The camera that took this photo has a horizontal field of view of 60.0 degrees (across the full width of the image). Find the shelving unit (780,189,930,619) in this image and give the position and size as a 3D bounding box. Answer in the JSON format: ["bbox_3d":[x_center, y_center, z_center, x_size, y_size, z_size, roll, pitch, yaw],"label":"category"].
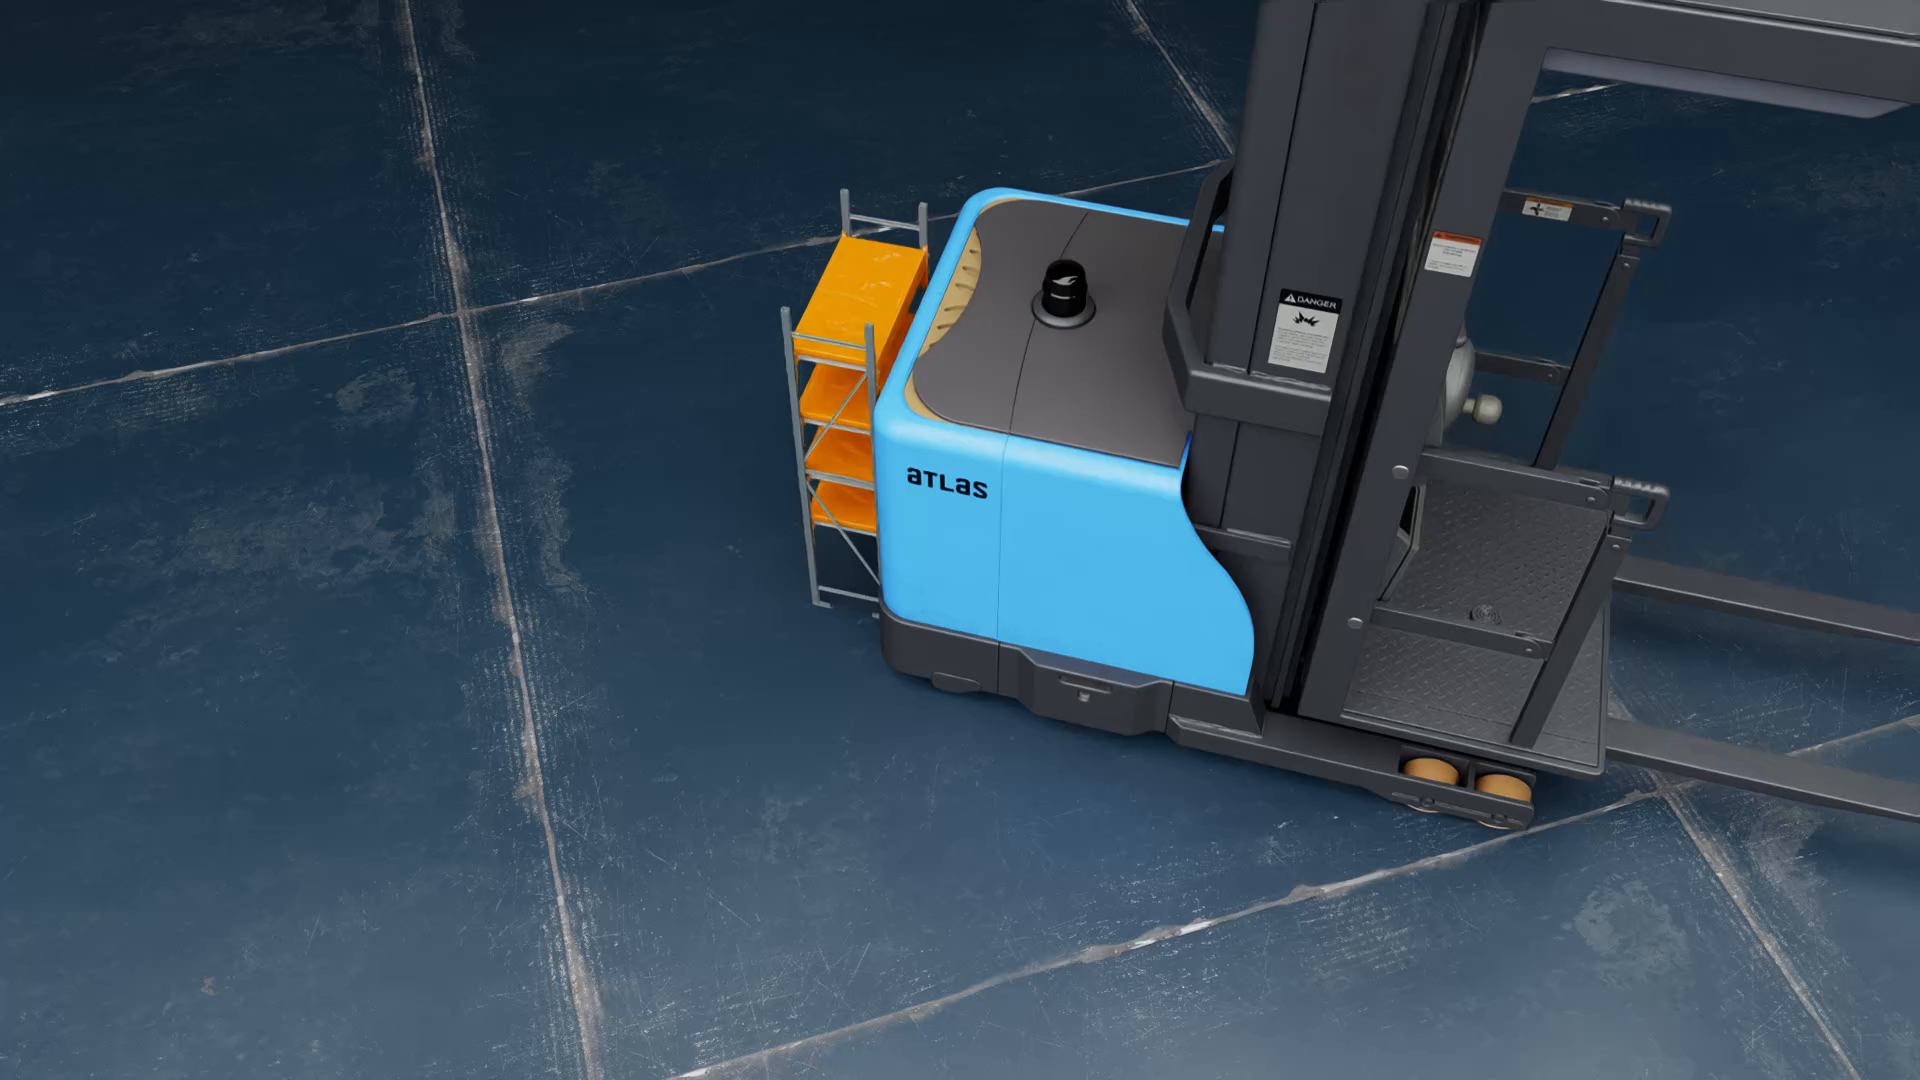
[{"bbox_3d":[-0.268,-0.351,4.761,0.258,1.200,0.503,12,51,10],"label":"shelving unit"}]

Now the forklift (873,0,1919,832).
[{"bbox_3d":[1.343,-0.605,3.843,3.031,2.935,1.130,12,51,10],"label":"forklift"}]

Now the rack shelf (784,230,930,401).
[{"bbox_3d":[-0.268,-0.604,4.460,0.258,0.148,0.480,12,51,10],"label":"rack shelf"}]

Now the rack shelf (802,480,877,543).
[{"bbox_3d":[-0.268,-0.179,4.964,0.258,0.148,0.480,12,51,10],"label":"rack shelf"}]

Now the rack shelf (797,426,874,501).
[{"bbox_3d":[-0.268,-0.307,4.812,0.258,0.148,0.480,12,51,10],"label":"rack shelf"}]

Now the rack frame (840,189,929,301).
[{"bbox_3d":[-0.205,-0.531,4.913,0.240,1.200,0.015,12,51,10],"label":"rack frame"}]

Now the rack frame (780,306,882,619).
[{"bbox_3d":[-0.332,-0.171,4.609,0.240,1.200,0.015,12,51,10],"label":"rack frame"}]

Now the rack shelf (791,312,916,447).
[{"bbox_3d":[-0.268,-0.452,4.641,0.258,0.148,0.480,12,51,10],"label":"rack shelf"}]
